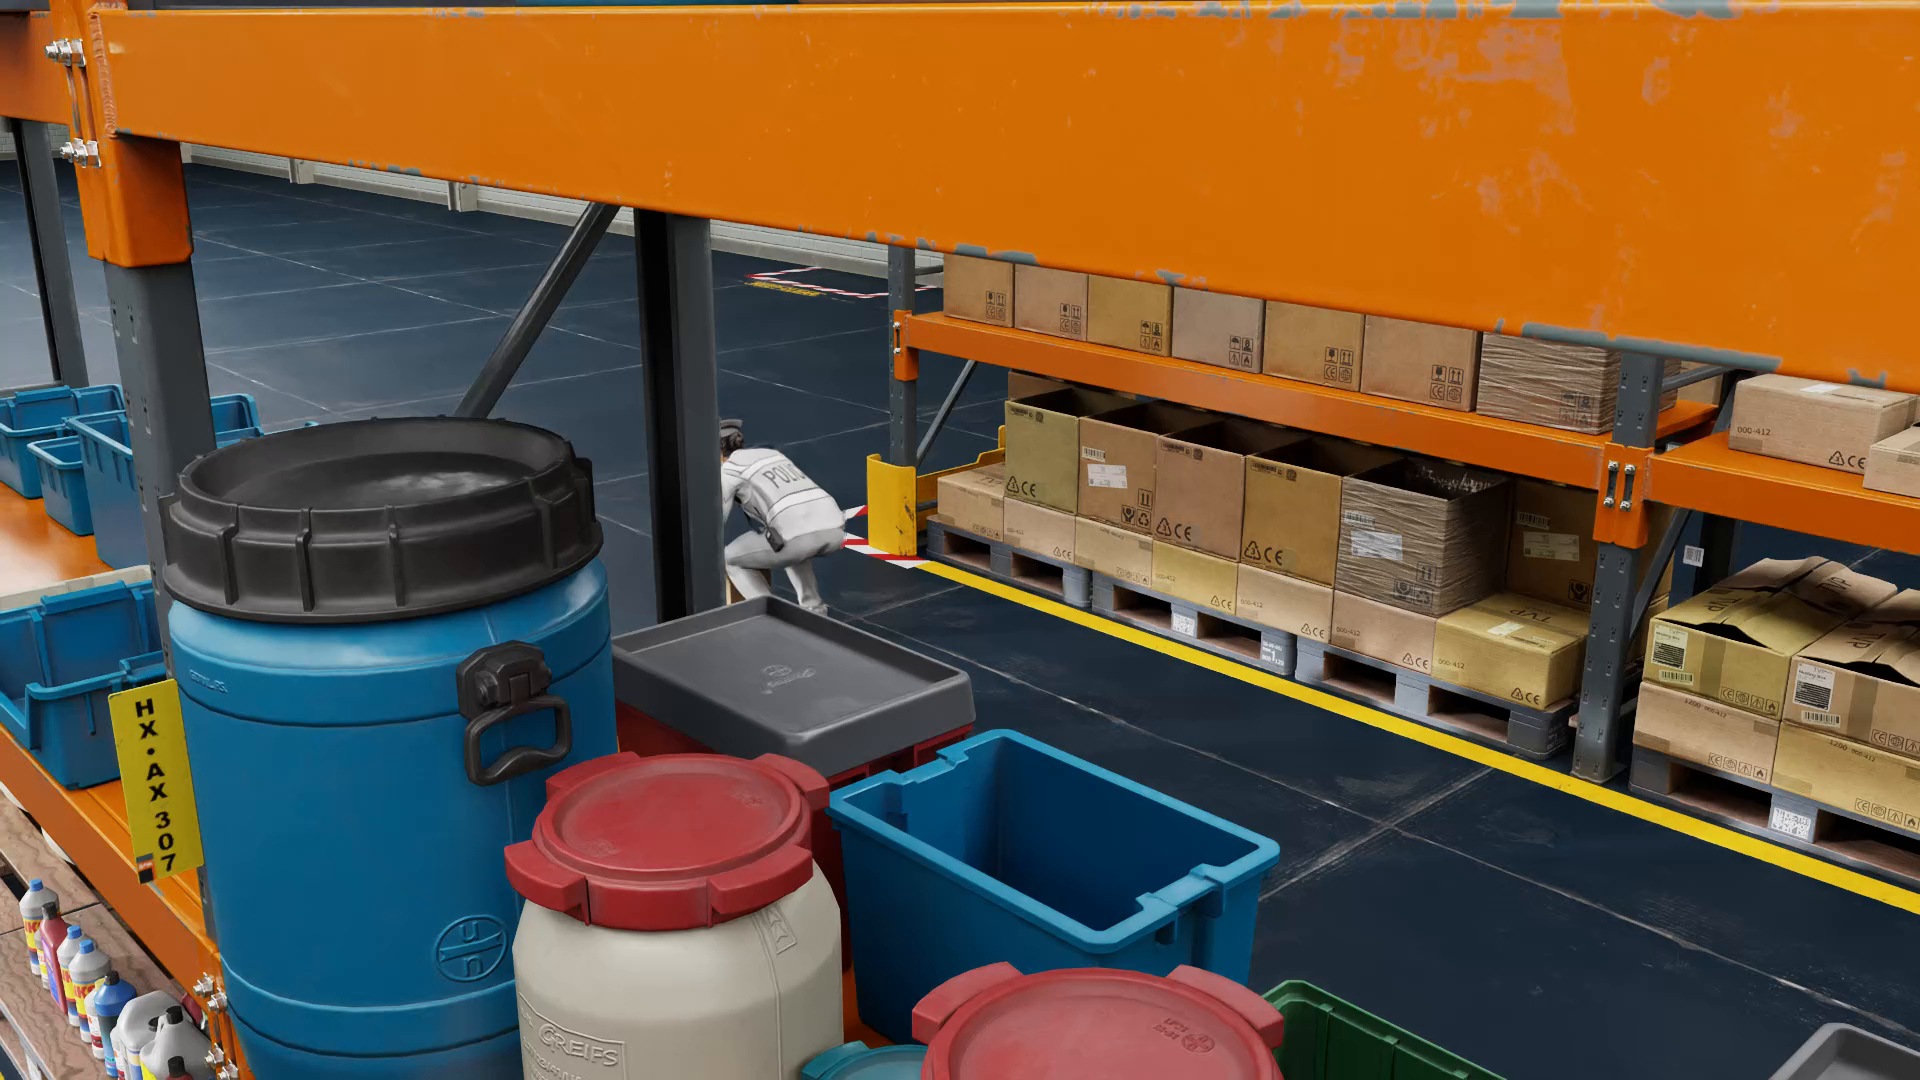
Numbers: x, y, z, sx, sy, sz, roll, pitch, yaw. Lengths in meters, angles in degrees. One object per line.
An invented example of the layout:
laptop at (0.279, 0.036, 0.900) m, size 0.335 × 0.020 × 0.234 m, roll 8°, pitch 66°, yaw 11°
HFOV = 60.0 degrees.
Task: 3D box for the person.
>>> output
person at (-0.925, -0.057, 7.873) m, size 0.489 × 0.984 × 0.845 m, roll -16°, pitch 23°, yaw -41°
